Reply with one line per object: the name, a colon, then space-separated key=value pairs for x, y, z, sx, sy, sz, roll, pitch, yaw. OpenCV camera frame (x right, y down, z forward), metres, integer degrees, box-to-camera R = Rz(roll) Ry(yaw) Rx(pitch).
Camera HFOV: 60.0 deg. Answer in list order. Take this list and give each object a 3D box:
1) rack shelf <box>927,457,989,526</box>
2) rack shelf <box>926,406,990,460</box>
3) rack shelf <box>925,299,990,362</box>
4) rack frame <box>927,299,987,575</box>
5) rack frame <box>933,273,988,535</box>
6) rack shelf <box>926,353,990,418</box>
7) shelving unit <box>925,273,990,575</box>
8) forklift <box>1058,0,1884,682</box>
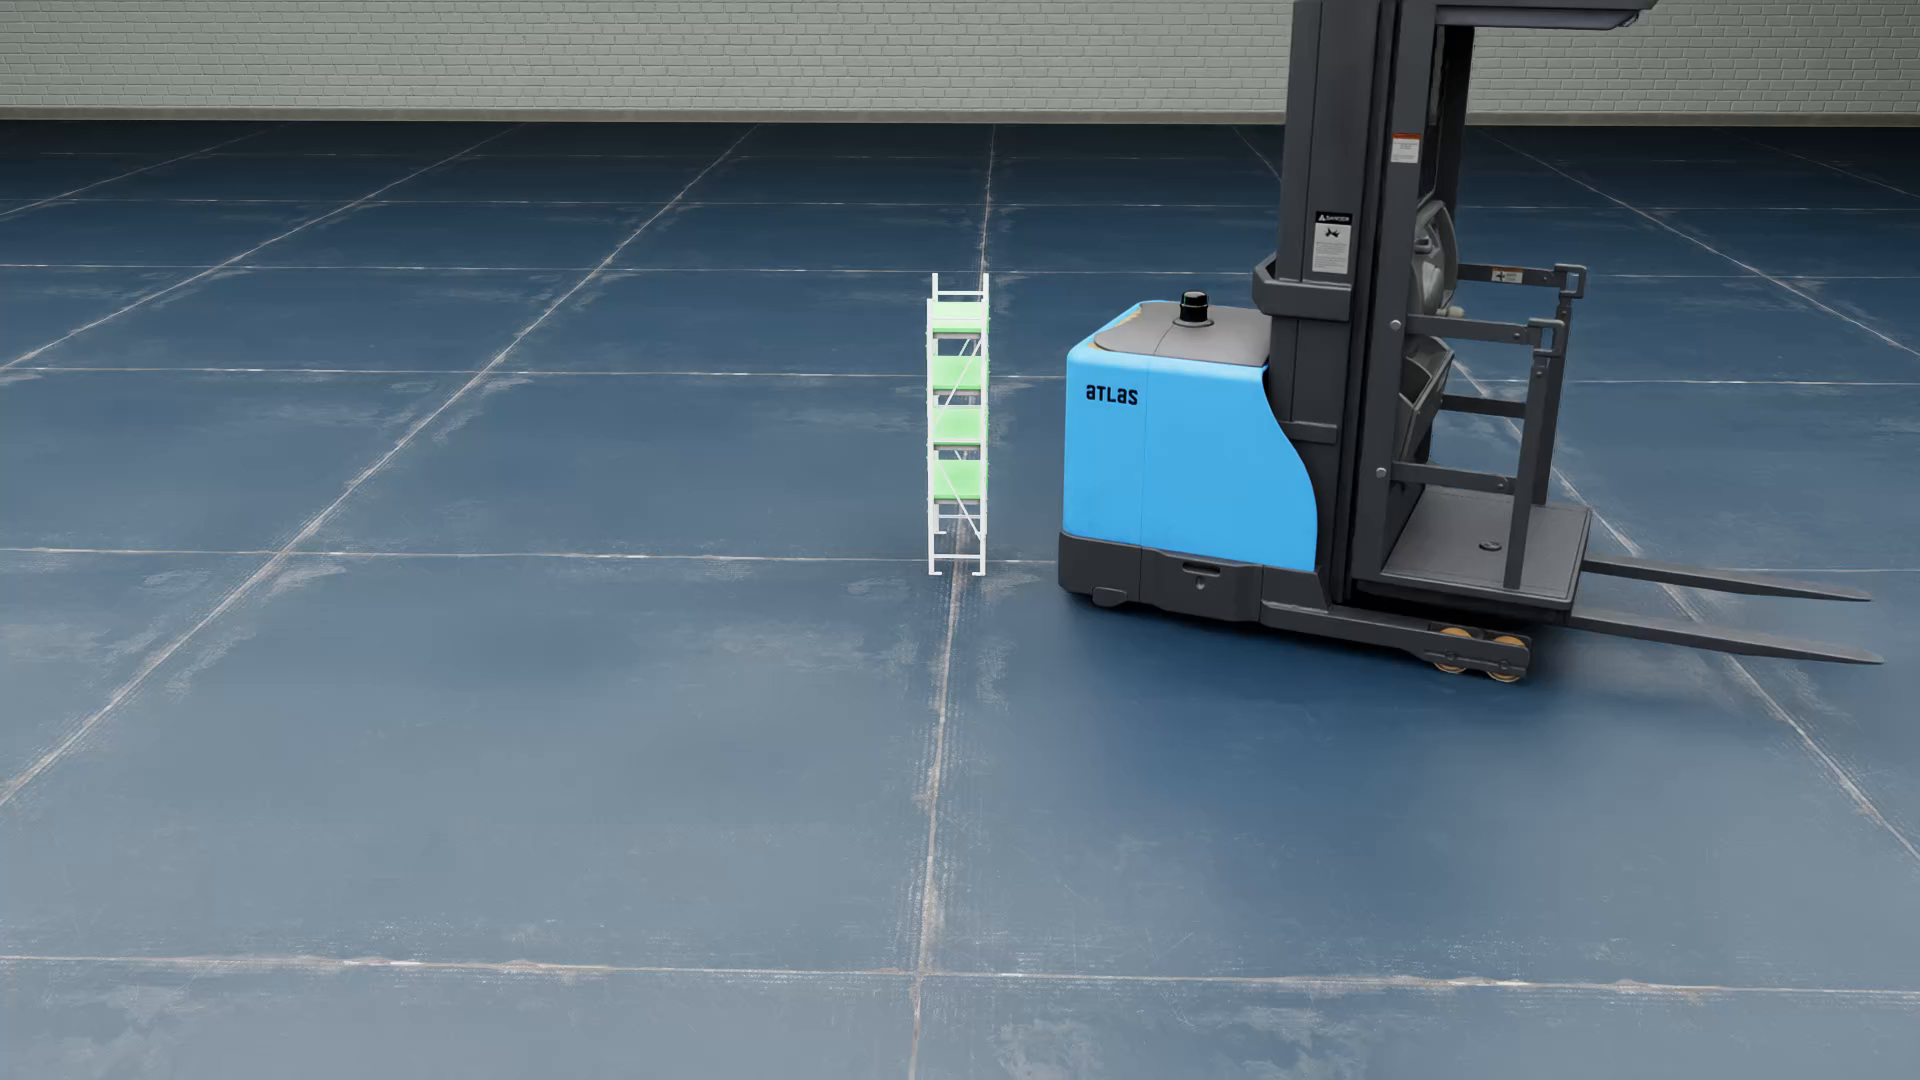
rack shelf: x=-0.005 y=-0.216 z=7.268 sx=0.258 sy=0.148 sz=0.480 roll=1 pitch=21 yaw=2
rack shelf: x=-0.005 y=-0.440 z=7.181 sx=0.258 sy=0.148 sz=0.480 roll=1 pitch=21 yaw=2
rack shelf: x=-0.005 y=-0.887 z=7.007 sx=0.258 sy=0.148 sz=0.480 roll=1 pitch=21 yaw=2
rack frame: x=-0.012 y=-0.411 z=6.930 sx=0.240 sy=1.200 sz=0.015 roll=1 pitch=21 yaw=2
rack frame: x=0.002 y=-0.588 z=7.385 sx=0.240 sy=1.200 sz=0.015 roll=1 pitch=21 yaw=2
rack shelf: x=-0.005 y=-0.664 z=7.094 sx=0.258 sy=0.148 sz=0.480 roll=1 pitch=21 yaw=2
shelving unit: x=-0.005 y=-0.500 z=7.158 sx=0.258 sy=1.200 sz=0.503 roll=1 pitch=21 yaw=2
forklift: x=1.970 y=-1.058 z=6.203 sx=3.031 sy=2.935 sz=1.130 roll=9 pitch=23 yaw=22
